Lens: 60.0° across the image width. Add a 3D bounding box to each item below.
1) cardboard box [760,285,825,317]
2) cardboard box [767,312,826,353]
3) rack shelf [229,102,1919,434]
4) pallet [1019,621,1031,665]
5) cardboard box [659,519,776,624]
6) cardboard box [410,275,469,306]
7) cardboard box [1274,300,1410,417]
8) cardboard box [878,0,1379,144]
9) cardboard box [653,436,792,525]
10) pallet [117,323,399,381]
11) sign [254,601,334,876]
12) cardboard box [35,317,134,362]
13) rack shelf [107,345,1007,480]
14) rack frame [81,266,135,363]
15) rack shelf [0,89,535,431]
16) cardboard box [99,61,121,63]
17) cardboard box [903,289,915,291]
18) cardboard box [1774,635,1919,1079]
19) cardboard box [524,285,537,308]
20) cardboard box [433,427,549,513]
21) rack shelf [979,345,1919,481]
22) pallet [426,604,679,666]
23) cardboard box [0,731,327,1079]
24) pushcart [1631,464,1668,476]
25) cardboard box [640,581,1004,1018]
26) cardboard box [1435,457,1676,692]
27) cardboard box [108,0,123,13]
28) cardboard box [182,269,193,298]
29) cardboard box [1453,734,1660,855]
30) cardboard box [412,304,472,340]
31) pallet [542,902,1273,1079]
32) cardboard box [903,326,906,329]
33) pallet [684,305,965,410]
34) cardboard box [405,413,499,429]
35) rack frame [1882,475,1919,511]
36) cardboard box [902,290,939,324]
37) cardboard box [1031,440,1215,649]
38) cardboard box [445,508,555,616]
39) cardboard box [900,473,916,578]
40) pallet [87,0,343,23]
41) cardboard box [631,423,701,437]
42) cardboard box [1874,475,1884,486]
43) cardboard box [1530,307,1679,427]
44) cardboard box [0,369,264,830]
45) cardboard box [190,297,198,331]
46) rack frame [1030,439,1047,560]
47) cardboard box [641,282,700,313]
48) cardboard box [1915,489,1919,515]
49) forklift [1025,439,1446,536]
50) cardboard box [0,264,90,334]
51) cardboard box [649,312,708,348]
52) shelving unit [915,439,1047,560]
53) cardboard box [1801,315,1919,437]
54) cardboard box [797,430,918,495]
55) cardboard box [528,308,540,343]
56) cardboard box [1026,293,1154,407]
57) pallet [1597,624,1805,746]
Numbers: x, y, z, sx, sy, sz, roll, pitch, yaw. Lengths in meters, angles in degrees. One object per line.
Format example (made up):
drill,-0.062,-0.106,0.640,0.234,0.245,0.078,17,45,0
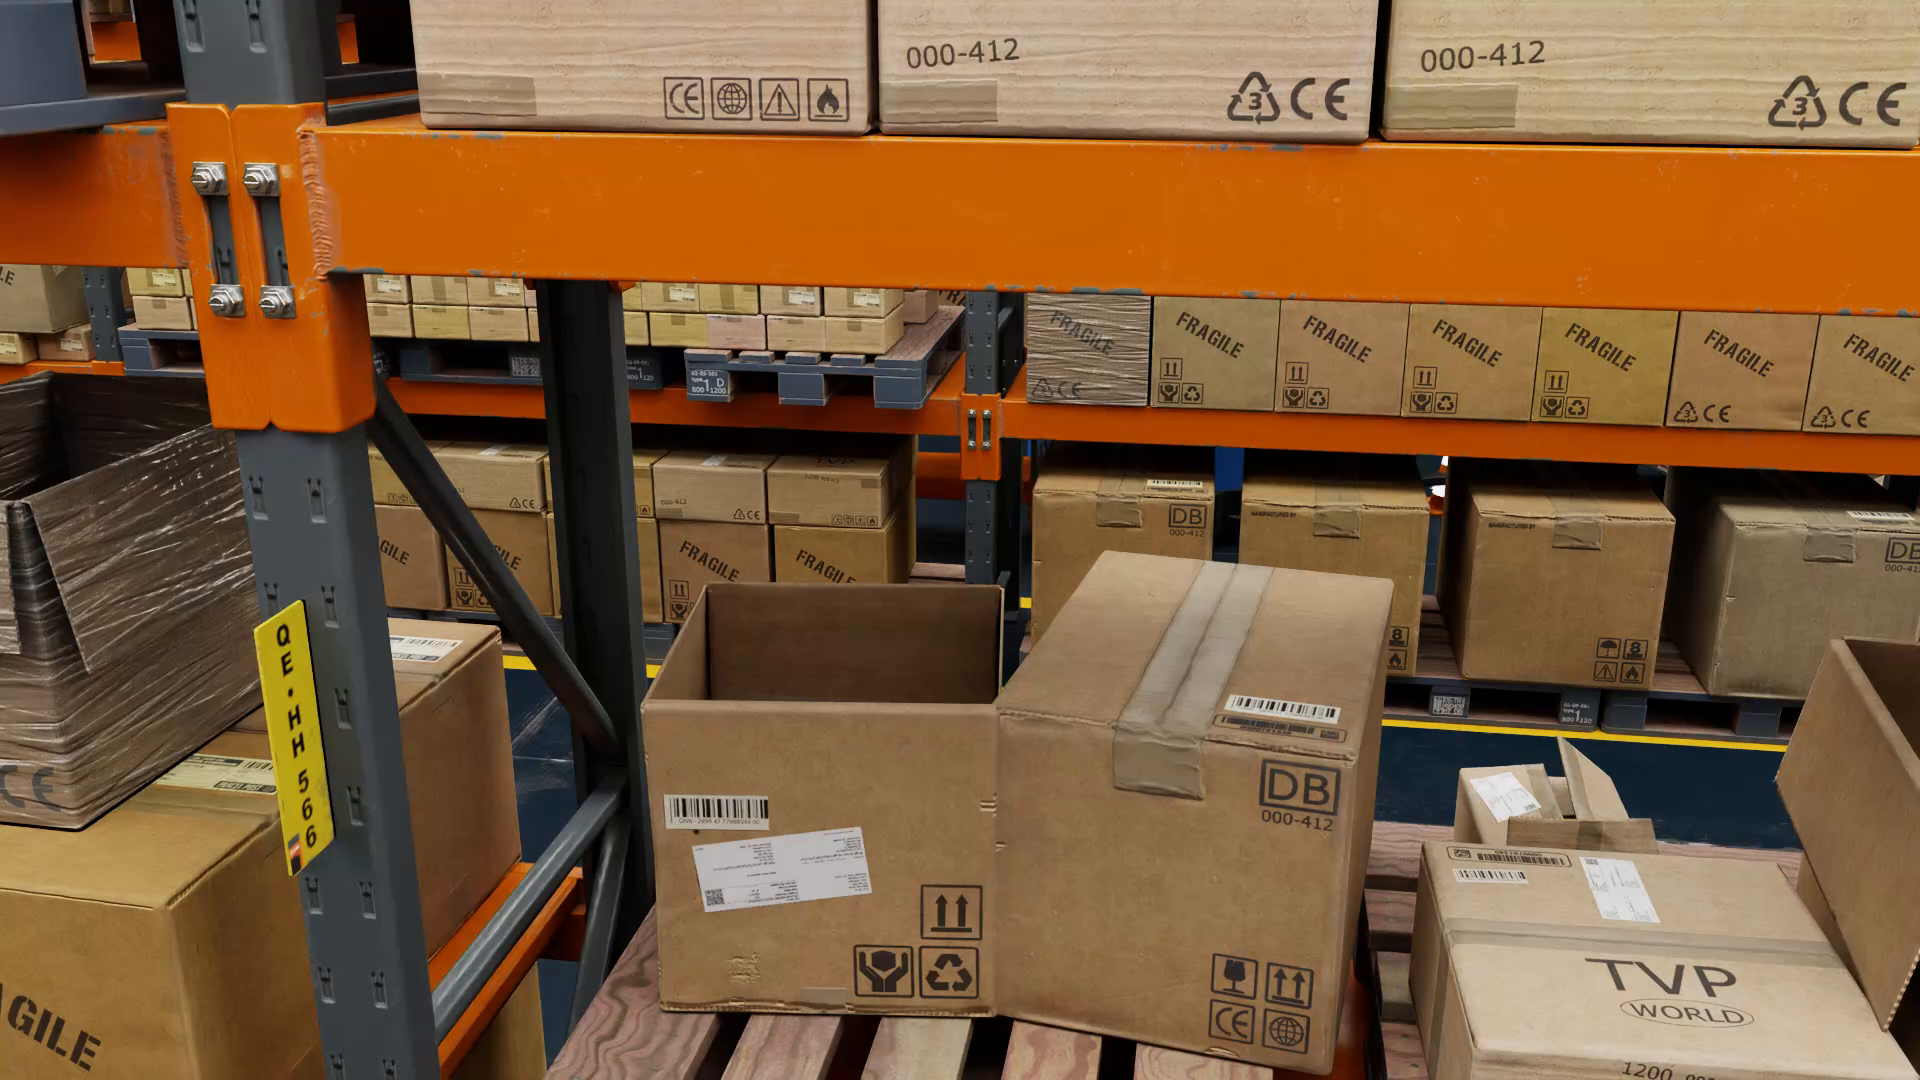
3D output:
cardboard box,-0.662,-1.047,6.972,0.250,0.149,0.380,4,19,11
cardboard box,-0.643,-0.905,7.015,0.250,0.149,0.380,3,19,9
rack shelf,1.250,-0.363,2.067,4.000,0.370,1.077,3,19,9
pallet,0.929,0.454,7.612,1.213,0.211,1.003,3,19,9
cardboard box,-1.041,0.077,7.625,0.500,0.500,0.500,4,19,11
cardboard box,-2.175,-1.125,7.204,0.250,0.149,0.380,3,19,8
cardboard box,1.563,-0.821,6.873,0.500,0.500,0.500,3,19,9
cardboard box,0.206,-0.604,1.891,0.500,0.250,0.500,3,19,10
cardboard box,-1.055,-0.275,7.493,0.500,0.250,0.500,3,19,9
pallet,-3.056,-0.958,7.740,1.213,0.211,1.003,3,19,9
sign,-0.809,0.243,2.026,0.005,0.325,0.100,3,19,9
cardboard box,-4.106,-0.954,7.824,0.250,0.149,0.380,3,19,8
rack shelf,-1.813,-0.691,7.774,4.000,0.370,1.077,3,19,9
rack frame,-3.787,-1.133,7.961,0.127,3.000,1.000,3,19,9
rack shelf,-2.699,-0.564,2.669,4.000,0.370,1.077,3,19,9
cardboard box,-6.236,-3.574,12.503,0.250,0.149,0.380,4,19,10
cardboard box,-0.283,-1.240,7.546,0.250,0.149,0.380,4,19,11
cardboard box,1.499,0.512,2.220,0.637,0.503,0.797,5,19,14
cardboard box,-1.672,-1.099,7.125,0.250,0.149,0.380,3,19,10
cardboard box,-2.071,-0.329,7.654,0.500,0.250,0.500,4,19,11
rack shelf,2.137,-0.489,7.172,4.000,0.370,1.077,3,19,9
pallet,-1.810,0.289,8.106,1.213,0.211,1.003,3,19,9
cardboard box,-1.251,0.623,2.556,0.500,0.500,0.500,4,19,10
pushcart,4.485,-0.325,9.681,0.936,0.377,1.648,-3,19,-10
cardboard box,-0.185,0.386,2.604,0.500,0.500,0.500,1,19,2
cardboard box,2.532,0.085,7.205,0.750,0.750,1.050,3,19,9
cardboard box,-4.202,-2.590,7.825,0.500,0.250,0.500,4,19,11
cardboard box,-3.215,-1.177,7.360,0.250,0.149,0.380,3,19,8
cardboard box,0.965,0.481,2.687,0.258,0.266,0.396,2,19,7
cardboard box,-2.181,-0.985,7.253,0.250,0.149,0.380,3,19,8
pallet,-0.004,0.711,2.753,1.003,0.211,1.213,3,19,9
cardboard box,-0.701,-1.786,12.599,0.875,0.875,0.875,3,19,9
pallet,-0.558,-0.843,7.397,1.003,0.211,1.213,3,19,9
cardboard box,-2.506,-0.514,8.207,0.500,0.250,0.500,4,19,11
rack frame,4.112,-0.730,6.757,0.127,3.000,1.000,3,19,9
cardboard box,-0.248,-1.097,7.588,0.250,0.149,0.380,3,19,8
cardboard box,0.749,-0.005,7.473,0.750,0.750,1.050,3,19,8
cardboard box,-2.058,0.022,7.787,0.500,0.500,0.500,3,19,10
cardboard box,-0.496,-0.060,8.034,0.500,0.500,0.500,2,19,6
pallet,-3.195,-2.402,7.322,1.003,0.211,1.213,3,19,9
cardboard box,-1.468,-0.466,8.063,0.500,0.250,0.500,3,19,9
cardboard box,5.261,-0.276,9.709,0.396,0.266,0.258,-11,21,-29
cardboard box,2.556,-0.771,6.722,0.500,0.500,0.500,3,19,9
cardboard box,-1.444,0.053,2.680,0.637,0.503,0.797,4,19,11
cardboard box,-3.197,-1.037,7.408,0.250,0.149,0.380,3,19,10
rack frame,0.431,-0.503,9.032,0.032,1.125,0.500,3,19,9
cardboard box,-1.169,-1.073,7.047,0.250,0.149,0.380,3,19,9
cardboard box,5.686,-0.305,9.207,0.503,0.637,0.797,3,19,9
forklift,1.958,-1.578,9.401,3.031,2.935,1.130,-5,19,-15
cardboard box,-4.310,-1.257,7.706,0.500,0.500,0.500,3,19,9
cardboard box,-1.142,-0.932,7.094,0.250,0.149,0.380,3,19,8
shelving unit,-0.071,-0.528,9.110,1.048,1.125,0.538,3,19,9
cardboard box,3.554,-0.720,6.570,0.500,0.500,0.500,3,19,8
cardboard box,-0.480,-0.411,7.900,0.500,0.250,0.500,2,19,6
cardboard box,-1.663,-0.958,7.174,0.250,0.149,0.380,3,19,10
cardboard box,0.563,-0.871,7.023,0.500,0.500,0.500,3,19,9
pallet,3.338,0.577,7.245,1.213,0.211,1.003,3,19,9
